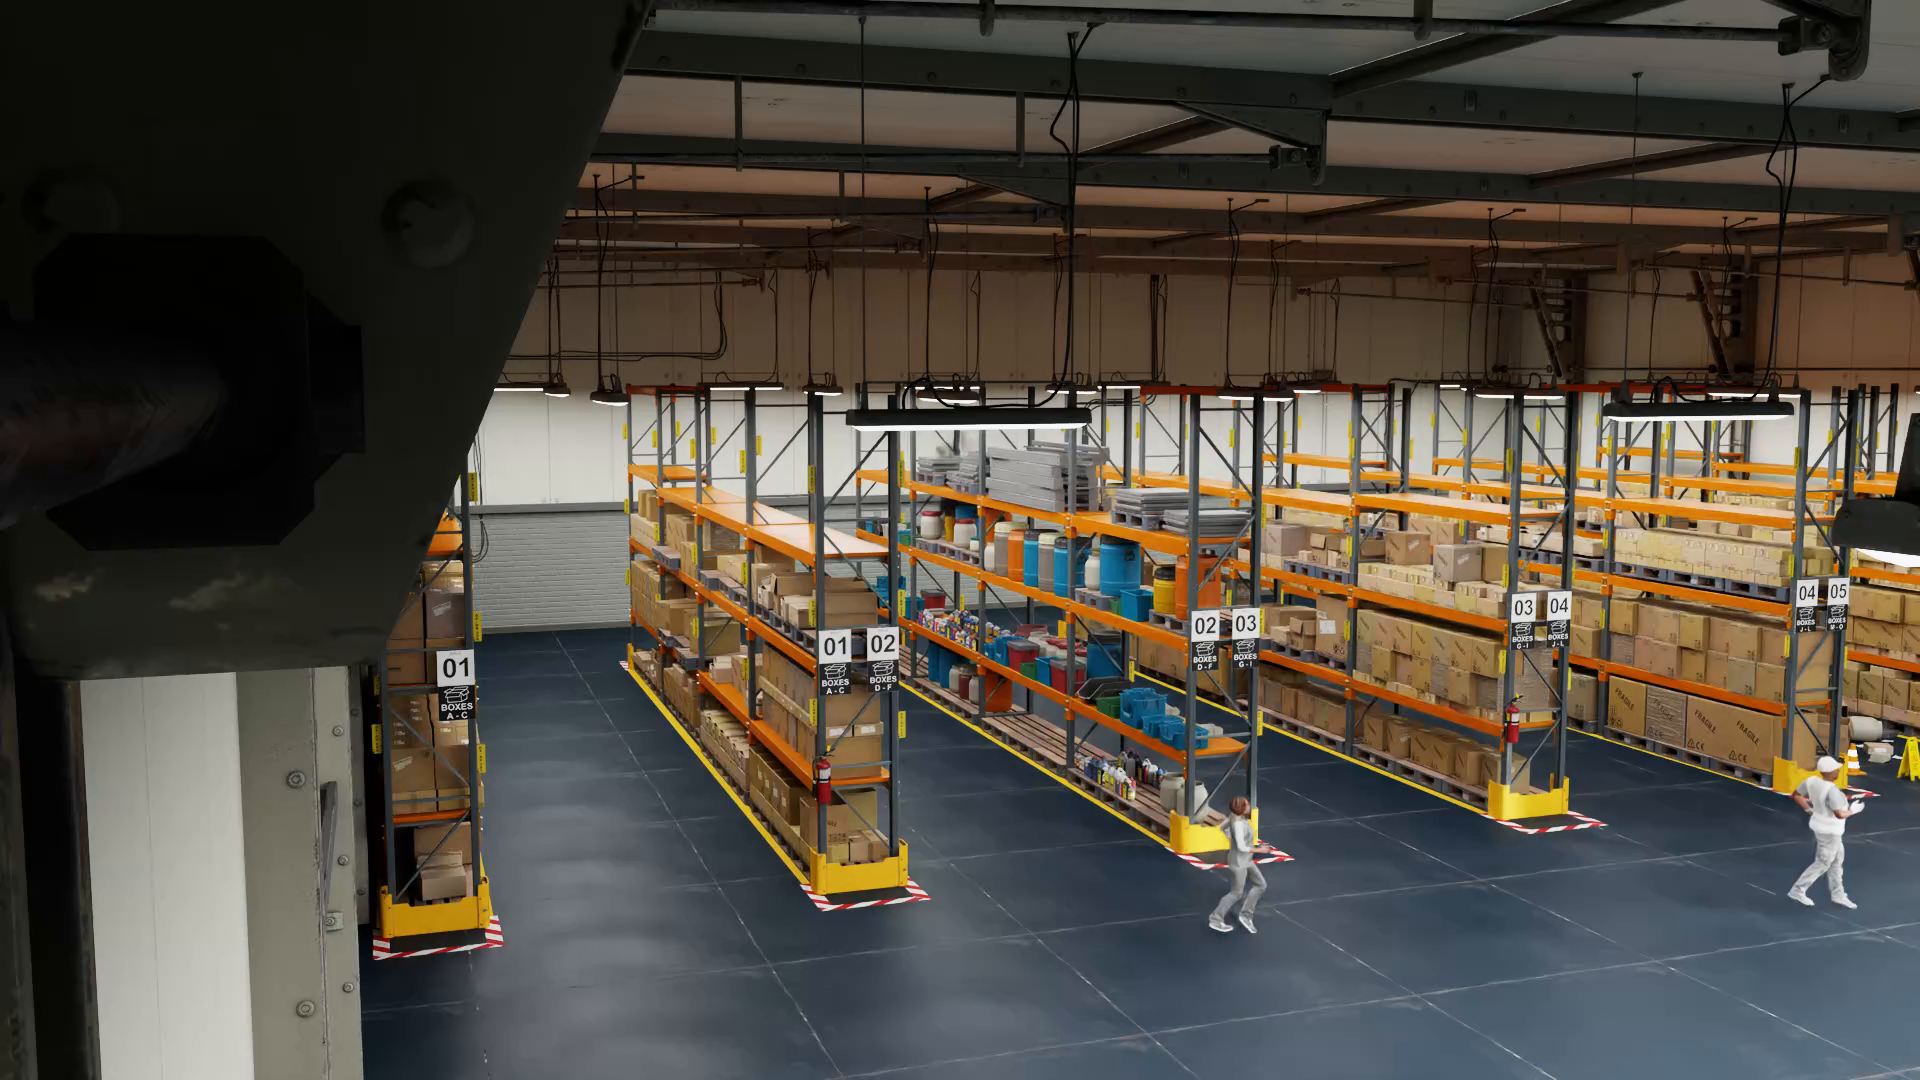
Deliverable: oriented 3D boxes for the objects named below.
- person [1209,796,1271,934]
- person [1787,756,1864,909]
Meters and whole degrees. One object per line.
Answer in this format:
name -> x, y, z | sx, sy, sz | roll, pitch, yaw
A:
person -> 3.131, 3.632, 18.600 | 0.672, 1.596, 0.543 | 1, 6, 11
person -> 10.111, 3.424, 19.398 | 0.824, 1.823, 0.664 | 1, 6, 7
